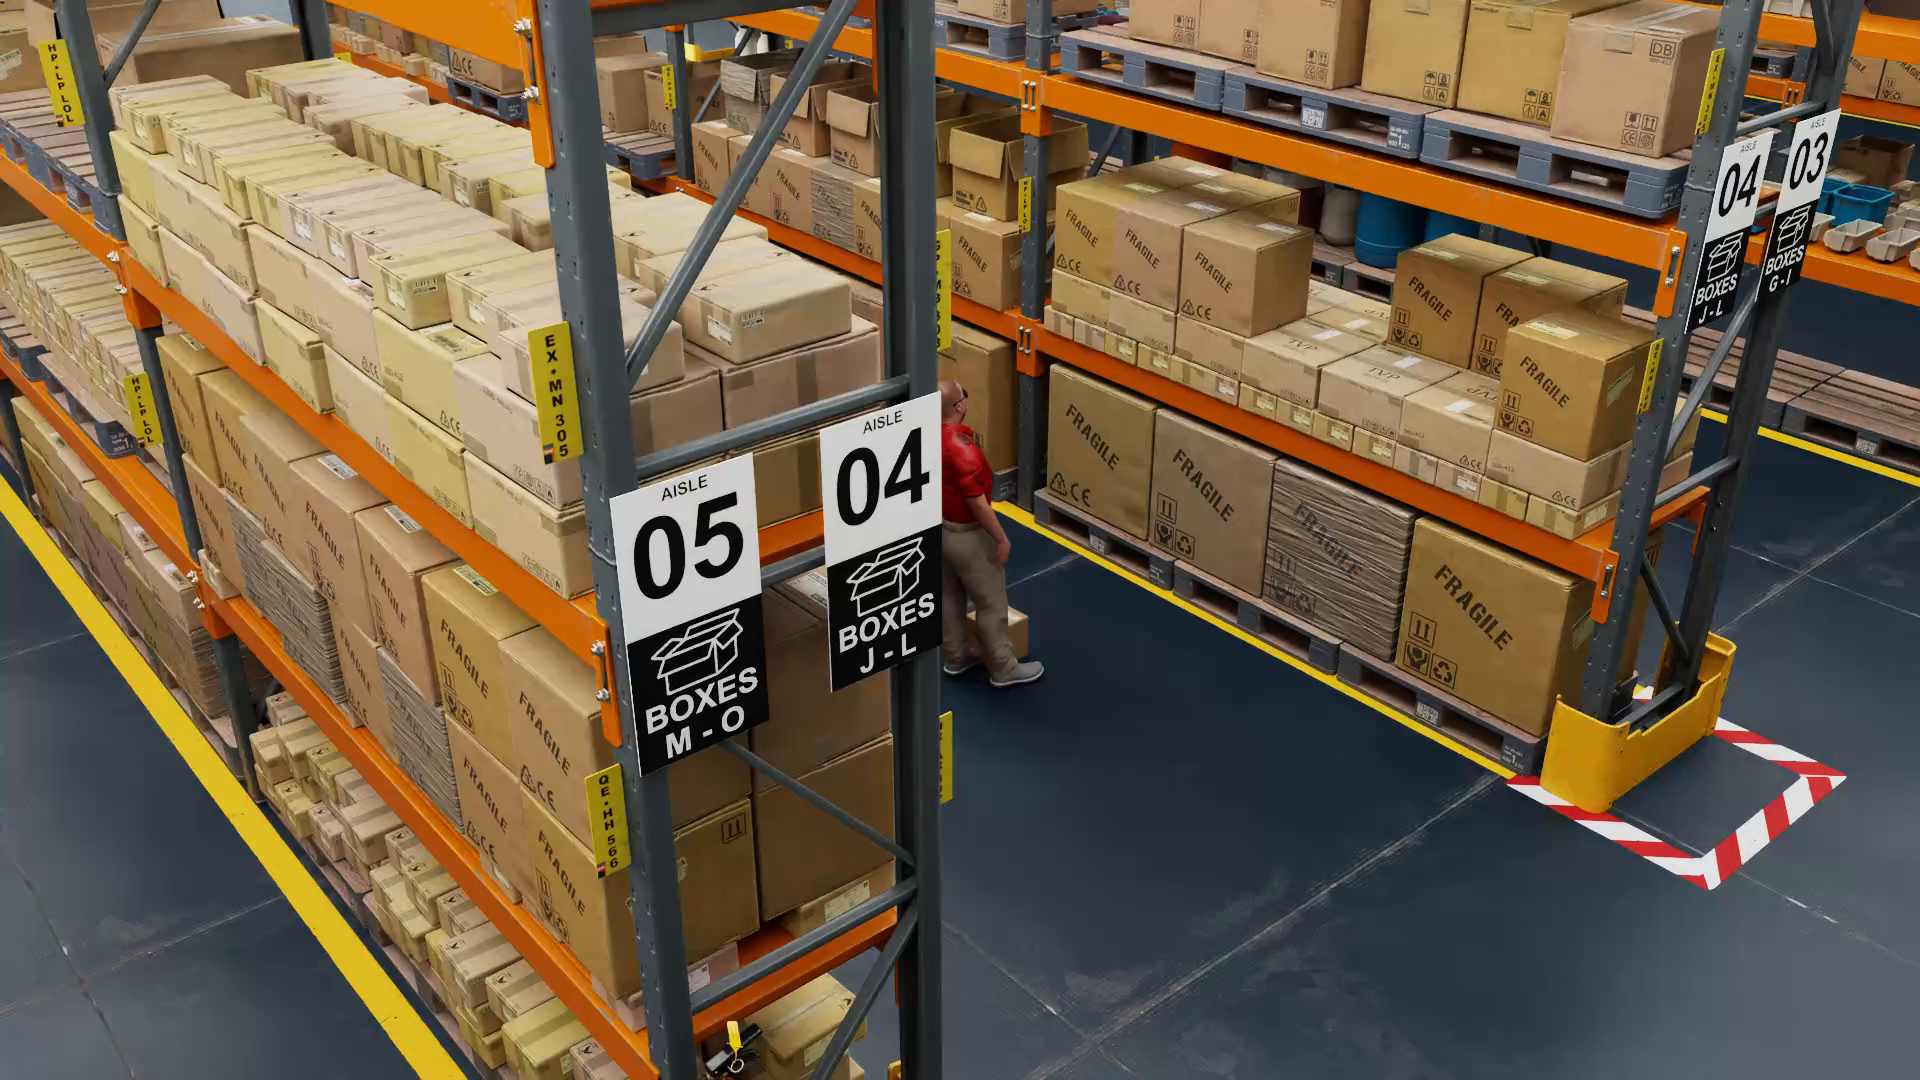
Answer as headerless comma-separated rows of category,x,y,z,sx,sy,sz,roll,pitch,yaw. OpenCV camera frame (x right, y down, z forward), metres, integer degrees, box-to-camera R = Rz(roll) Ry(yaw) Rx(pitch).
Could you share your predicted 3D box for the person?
person,0.073,-0.056,8.727,0.551,1.727,0.635,-22,35,-35
